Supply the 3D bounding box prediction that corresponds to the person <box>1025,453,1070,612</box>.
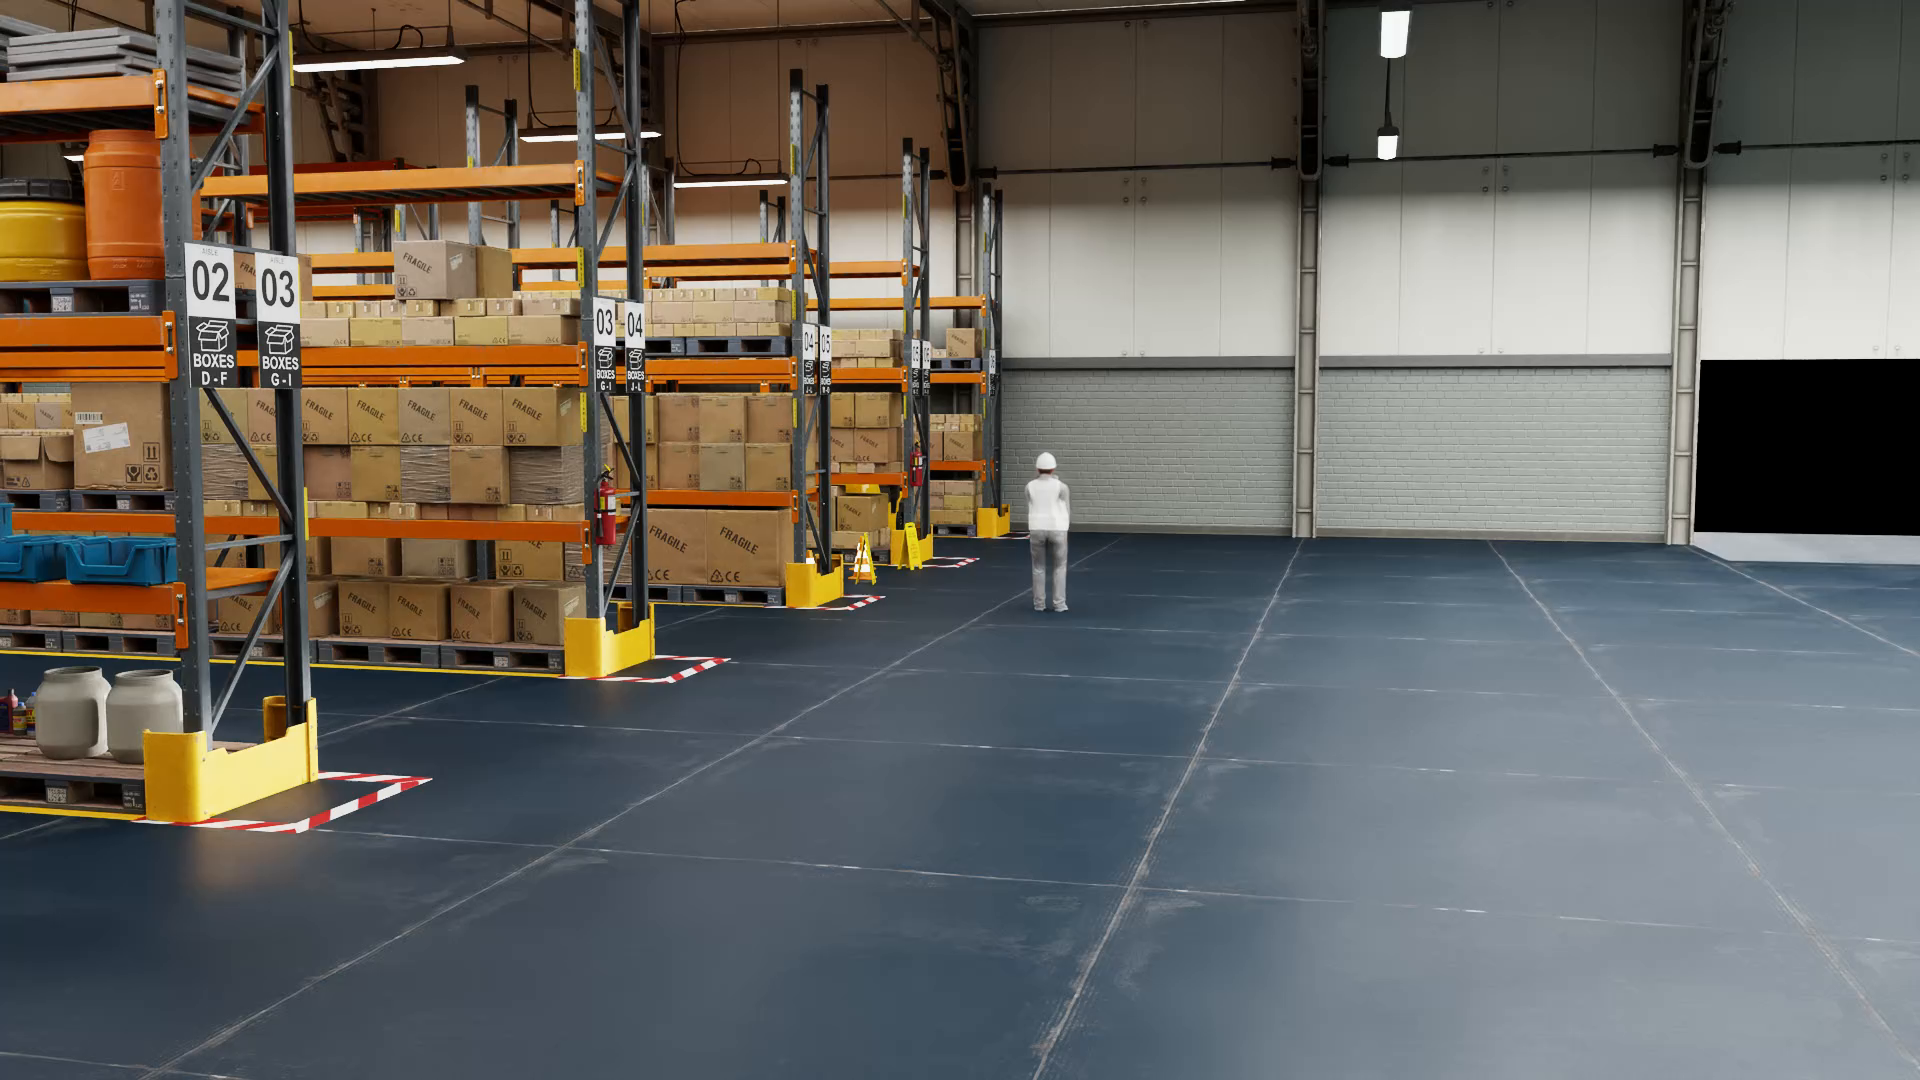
[{"bbox_3d":[0.989,-0.098,18.567,0.494,1.767,0.553,1,5,14],"label":"person"}]
